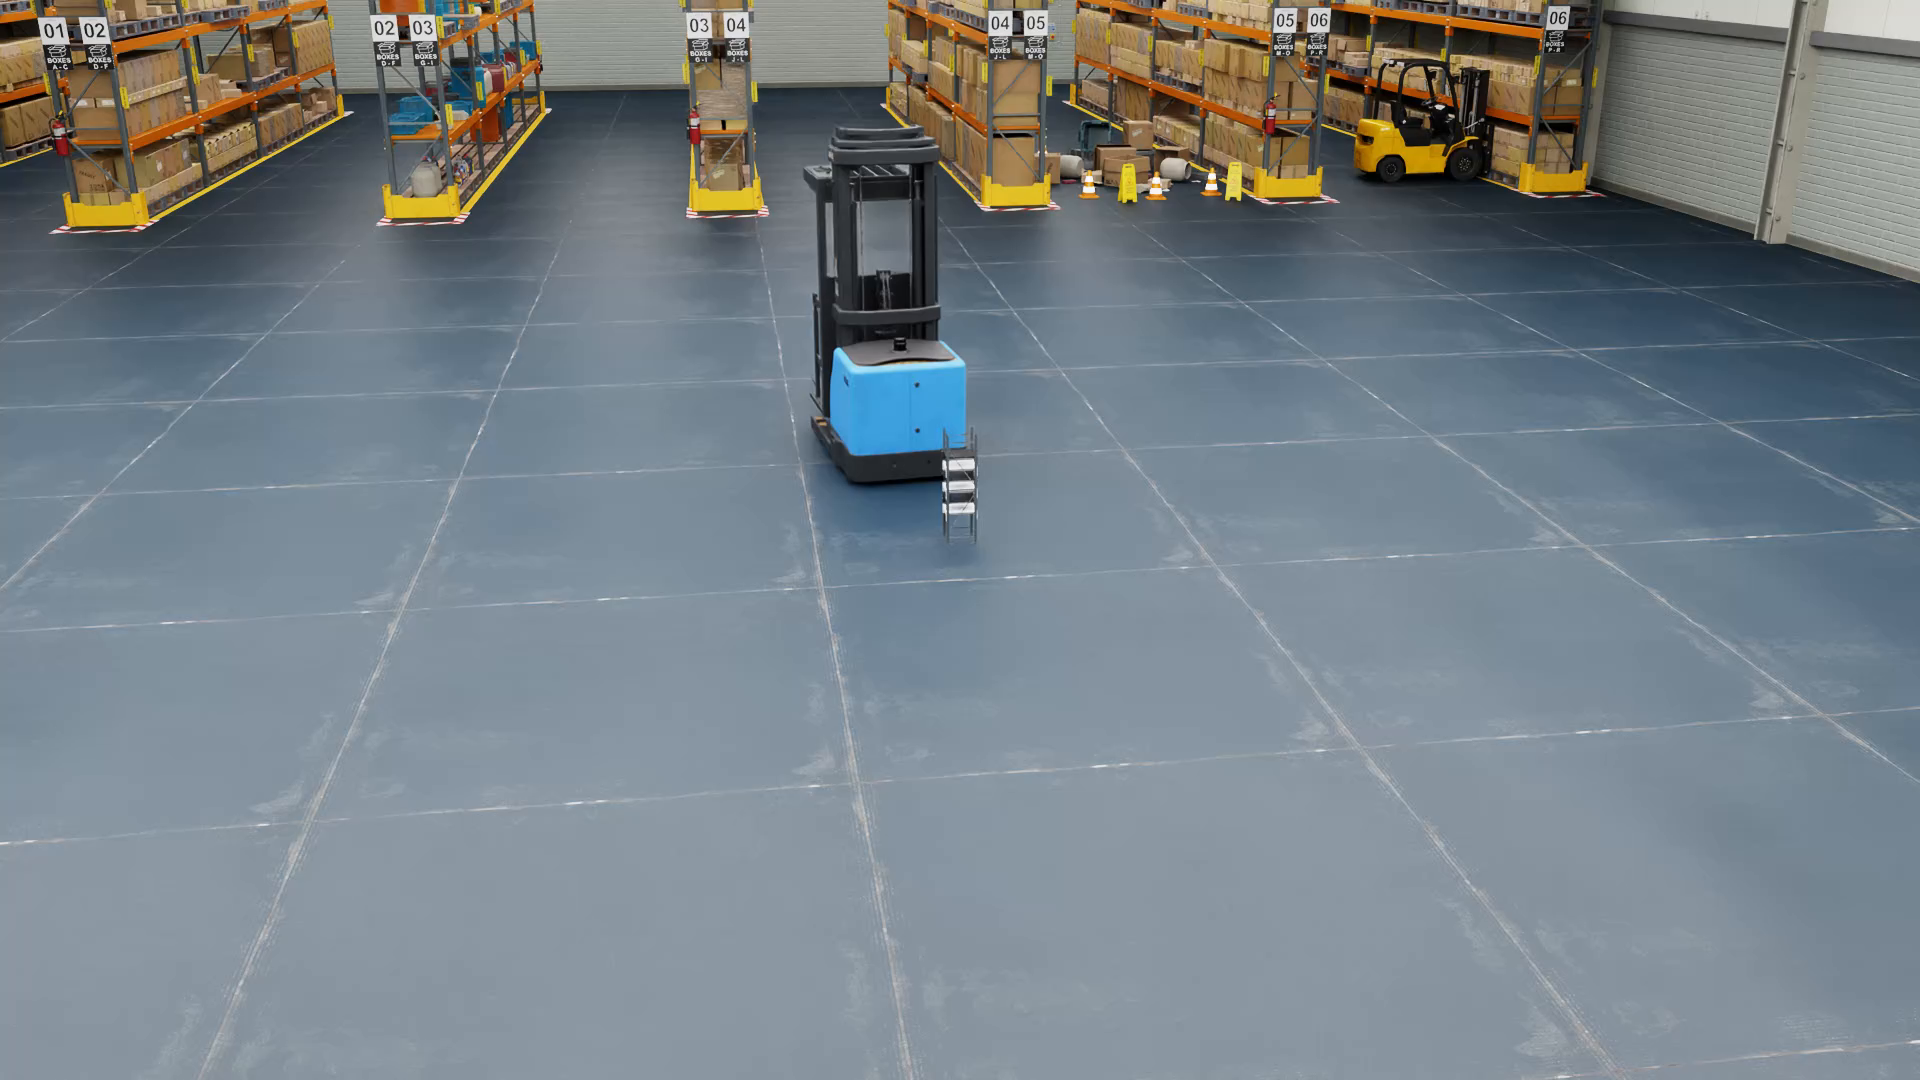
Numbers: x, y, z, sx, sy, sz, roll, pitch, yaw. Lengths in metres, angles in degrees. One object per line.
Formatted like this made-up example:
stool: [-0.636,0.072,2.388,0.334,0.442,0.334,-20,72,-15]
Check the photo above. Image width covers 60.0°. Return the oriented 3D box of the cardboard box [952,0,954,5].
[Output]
cardboard box: [0.124,-10.437,32.058,0.500,0.250,0.500,-3,21,-7]

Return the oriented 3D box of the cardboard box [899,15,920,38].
cardboard box: [-1.184,-12.375,40.064,0.500,0.500,0.500,-4,21,-9]

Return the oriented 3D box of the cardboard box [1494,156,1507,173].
cardboard box: [10.313,-7.002,31.005,0.500,0.250,0.500,-3,21,-8]

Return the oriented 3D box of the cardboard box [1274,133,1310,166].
cardboard box: [5.998,-7.083,30.152,0.500,0.500,0.500,-4,21,-10]

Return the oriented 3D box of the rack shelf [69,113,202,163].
rack shelf: [-14.054,-6.879,28.376,1.077,0.370,4.000,-3,21,-8]

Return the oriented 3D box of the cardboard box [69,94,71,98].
cardboard box: [-20.272,-10.149,38.148,0.380,0.149,0.250,-2,21,-6]

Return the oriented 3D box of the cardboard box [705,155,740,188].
cardboard box: [-4.156,-6.470,29.225,0.500,0.500,0.500,2,21,6]

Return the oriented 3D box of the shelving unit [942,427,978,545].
shelving unit: [-0.001,-0.424,13.066,0.258,0.900,0.210,-3,21,-8]

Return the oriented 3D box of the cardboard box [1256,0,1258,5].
cardboard box: [5.464,-9.554,29.443,0.380,0.149,0.250,-3,21,-7]

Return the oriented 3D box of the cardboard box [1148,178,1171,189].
cardboard box: [3.657,-6.538,30.509,0.380,0.149,0.250,8,22,20]

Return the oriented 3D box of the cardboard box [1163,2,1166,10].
cardboard box: [4.568,-11.462,35.689,0.380,0.149,0.250,-3,21,-8]

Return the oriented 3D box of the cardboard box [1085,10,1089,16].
cardboard box: [3.403,-13.471,42.497,0.380,0.149,0.250,-4,21,-10]

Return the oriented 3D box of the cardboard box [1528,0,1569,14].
cardboard box: [10.451,-9.610,29.487,0.500,0.500,0.500,-2,21,-6]

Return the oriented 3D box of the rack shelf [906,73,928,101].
rack shelf: [-0.481,-10.363,37.703,1.077,0.370,4.000,-3,21,-8]

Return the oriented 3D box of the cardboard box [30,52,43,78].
cardboard box: [-19.933,-10.126,35.443,0.500,0.500,0.500,-3,21,-8]

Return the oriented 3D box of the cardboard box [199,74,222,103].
cardboard box: [-14.661,-8.760,32.242,0.500,0.500,0.500,-4,21,-11]

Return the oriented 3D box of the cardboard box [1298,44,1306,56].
cardboard box: [8.711,-12.162,41.280,0.500,0.250,0.500,-2,21,-6]

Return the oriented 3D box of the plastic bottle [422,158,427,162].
plastic bottle: [-9.707,-6.757,30.177,0.144,0.351,0.185,-4,21,-10]

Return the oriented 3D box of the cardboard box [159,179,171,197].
cardboard box: [-13.770,-5.976,28.258,0.500,0.250,0.500,-3,21,-8]

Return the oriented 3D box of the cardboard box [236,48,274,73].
cardboard box: [-15.180,-10.314,35.800,0.700,0.500,0.500,-8,22,-21]

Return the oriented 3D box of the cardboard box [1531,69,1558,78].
cardboard box: [10.495,-8.377,29.863,0.380,0.149,0.250,-3,21,-8]

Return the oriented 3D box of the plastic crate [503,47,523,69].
plastic crate: [-10.474,-11.307,39.026,0.402,0.464,0.583,-3,21,-8]

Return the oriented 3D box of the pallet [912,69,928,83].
pallet: [-0.401,-10.159,36.403,1.213,0.211,1.003,-3,21,-8]

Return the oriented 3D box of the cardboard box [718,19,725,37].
cardboard box: [-3.776,-8.537,27.713,0.500,0.250,0.500,-2,21,-6]

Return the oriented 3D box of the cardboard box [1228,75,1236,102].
cardboard box: [5.303,-8.406,30.867,0.500,0.500,0.500,-3,21,-7]

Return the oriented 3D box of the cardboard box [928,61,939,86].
cardboard box: [-0.395,-9.885,35.253,0.500,0.500,0.500,-3,21,-7]

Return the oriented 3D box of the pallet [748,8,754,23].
pallet: [-4.522,-9.944,31.533,1.213,0.211,1.003,-3,21,-8]

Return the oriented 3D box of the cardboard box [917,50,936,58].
cardboard box: [-0.717,-10.512,35.982,0.380,0.149,0.250,-4,21,-10]

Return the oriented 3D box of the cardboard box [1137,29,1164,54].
cardboard box: [4.276,-11.150,37.211,0.500,0.500,0.500,-3,21,-7]

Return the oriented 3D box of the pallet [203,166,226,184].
pallet: [-14.487,-6.856,31.270,1.003,0.211,1.213,-3,21,-8]

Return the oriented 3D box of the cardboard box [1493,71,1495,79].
cardboard box: [10.273,-8.764,31.325,0.380,0.149,0.250,-3,21,-8]

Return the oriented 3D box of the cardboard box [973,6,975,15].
cardboard box: [0.431,-9.219,28.941,0.380,0.149,0.250,-3,21,-9]

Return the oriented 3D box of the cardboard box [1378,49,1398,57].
cardboard box: [9.397,-10.677,36.445,0.380,0.149,0.250,-2,21,-7]

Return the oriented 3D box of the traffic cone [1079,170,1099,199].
traffic cone: [2.289,-6.305,29.435,0.336,0.463,0.334,-3,21,-8]

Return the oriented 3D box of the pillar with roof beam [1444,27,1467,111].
pillar with roof beam: [6.422,-12.731,34.441,9.100,9.000,0.400,-3,21,-8]

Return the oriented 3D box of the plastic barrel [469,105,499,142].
plastic barrel: [-10.104,-8.891,35.235,0.600,0.830,0.708,-3,21,-8]

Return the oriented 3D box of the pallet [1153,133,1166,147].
pallet: [4.802,-8.715,36.248,1.003,0.211,1.213,-3,21,-8]

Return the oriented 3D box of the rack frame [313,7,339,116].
rack frame: [-16.072,-12.064,41.228,1.000,3.000,0.127,-3,21,-8]

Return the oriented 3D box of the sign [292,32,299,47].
sign: [-14.947,-11.250,37.396,0.100,0.325,0.005,-3,21,-8]

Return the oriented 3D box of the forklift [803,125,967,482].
forklift: [-0.802,-2.353,15.327,1.130,2.935,3.031,-5,21,-14]

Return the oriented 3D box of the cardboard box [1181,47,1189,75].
cardboard box: [4.833,-9.789,33.970,0.500,0.500,0.500,-2,21,-6]

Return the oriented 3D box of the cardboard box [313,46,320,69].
cardboard box: [-15.521,-11.442,39.422,0.500,0.500,0.500,-3,21,-9]

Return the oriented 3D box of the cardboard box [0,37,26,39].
cardboard box: [-20.588,-10.802,36.182,0.500,0.250,0.500,-2,21,-6]

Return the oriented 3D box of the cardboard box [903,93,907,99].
cardboard box: [-1.197,-10.814,40.508,0.380,0.149,0.250,-3,21,-8]

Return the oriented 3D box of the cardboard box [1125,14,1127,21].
cardboard box: [4.194,-12.793,40.681,0.380,0.149,0.250,-3,21,-8]

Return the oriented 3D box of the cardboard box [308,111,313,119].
cardboard box: [-15.476,-10.013,39.158,0.380,0.166,0.250,-3,21,-8]

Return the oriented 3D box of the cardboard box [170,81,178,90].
cardboard box: [-14.017,-8.000,29.278,0.380,0.149,0.250,-4,21,-9]

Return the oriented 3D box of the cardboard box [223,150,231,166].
cardboard box: [-14.305,-7.326,31.873,0.500,0.250,0.500,-4,21,-9]

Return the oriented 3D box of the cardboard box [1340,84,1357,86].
cardboard box: [9.451,-10.971,40.347,0.380,0.149,0.250,-3,21,-7]

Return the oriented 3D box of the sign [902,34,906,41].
sign: [-1.305,-11.768,39.199,0.100,0.325,0.005,-3,21,-8]

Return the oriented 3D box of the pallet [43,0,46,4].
pallet: [-20.504,-12.075,37.099,1.003,0.211,1.213,-3,21,-8]
